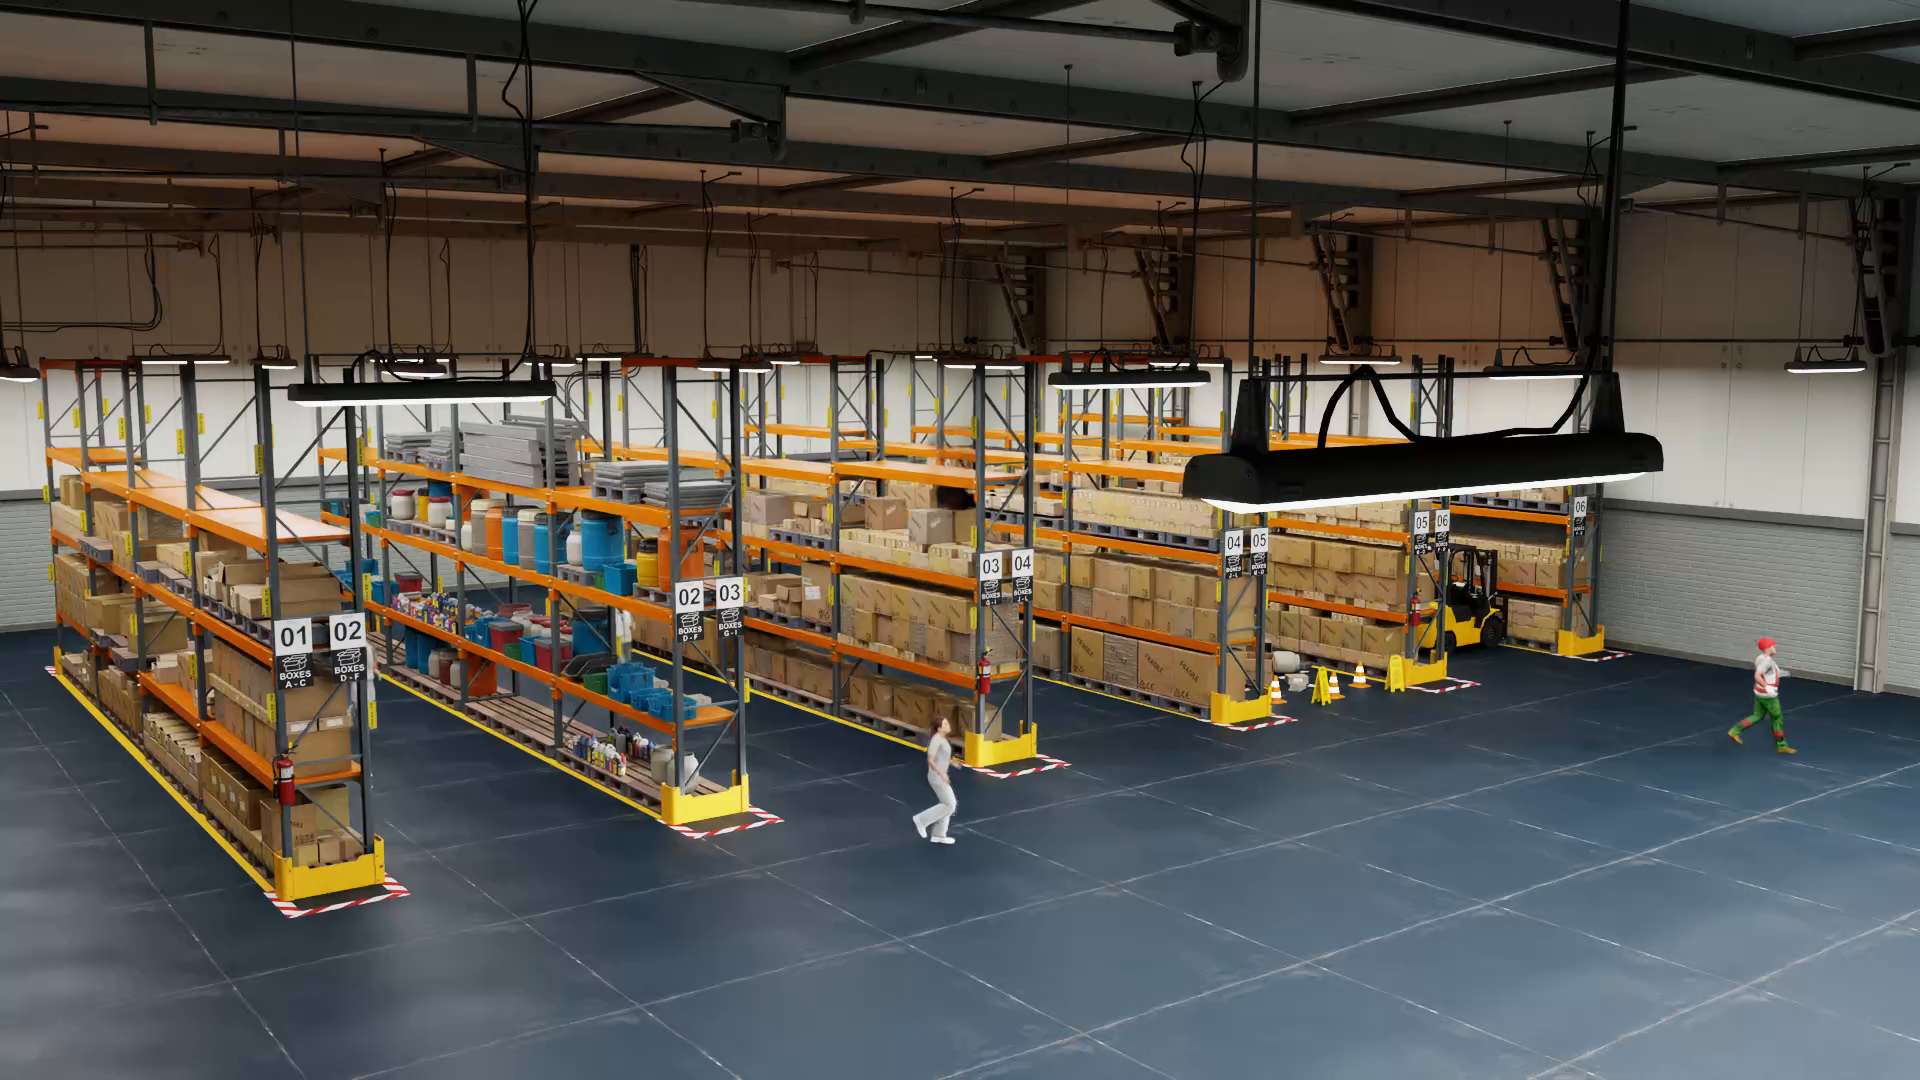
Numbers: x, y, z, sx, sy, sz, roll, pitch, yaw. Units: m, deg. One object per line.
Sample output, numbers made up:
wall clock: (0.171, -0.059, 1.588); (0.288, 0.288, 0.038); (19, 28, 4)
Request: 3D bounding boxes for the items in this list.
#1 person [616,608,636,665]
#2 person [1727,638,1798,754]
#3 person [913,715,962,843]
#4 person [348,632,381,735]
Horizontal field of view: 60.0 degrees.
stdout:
person: (-6.170, 1.840, 30.143); (0.667, 1.750, 0.915); (-6, 9, -41)
person: (12.331, 2.369, 25.465); (1.002, 1.765, 0.661); (1, 7, 9)
person: (-0.283, 3.015, 21.002); (0.605, 1.639, 0.560); (0, 7, 2)
person: (-9.635, 2.262, 26.713); (0.651, 1.742, 0.644); (-6, 9, -43)
